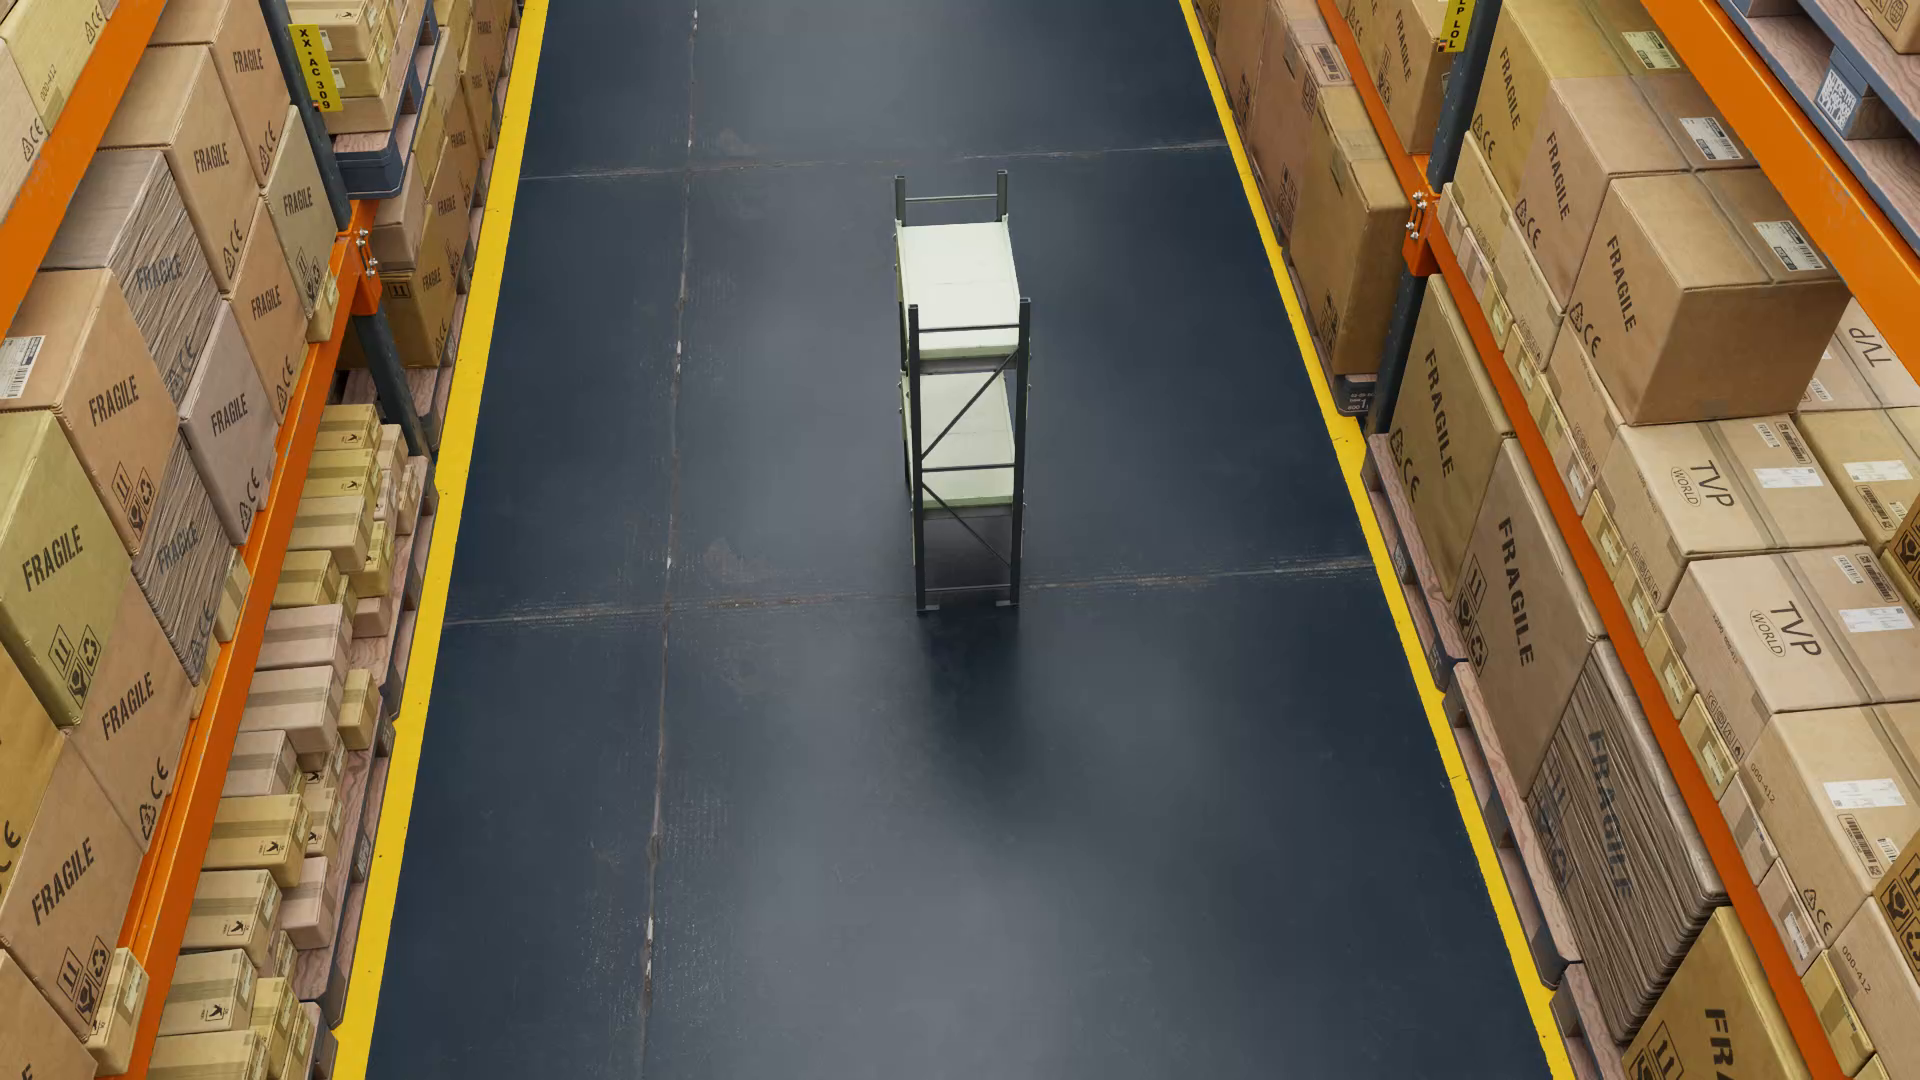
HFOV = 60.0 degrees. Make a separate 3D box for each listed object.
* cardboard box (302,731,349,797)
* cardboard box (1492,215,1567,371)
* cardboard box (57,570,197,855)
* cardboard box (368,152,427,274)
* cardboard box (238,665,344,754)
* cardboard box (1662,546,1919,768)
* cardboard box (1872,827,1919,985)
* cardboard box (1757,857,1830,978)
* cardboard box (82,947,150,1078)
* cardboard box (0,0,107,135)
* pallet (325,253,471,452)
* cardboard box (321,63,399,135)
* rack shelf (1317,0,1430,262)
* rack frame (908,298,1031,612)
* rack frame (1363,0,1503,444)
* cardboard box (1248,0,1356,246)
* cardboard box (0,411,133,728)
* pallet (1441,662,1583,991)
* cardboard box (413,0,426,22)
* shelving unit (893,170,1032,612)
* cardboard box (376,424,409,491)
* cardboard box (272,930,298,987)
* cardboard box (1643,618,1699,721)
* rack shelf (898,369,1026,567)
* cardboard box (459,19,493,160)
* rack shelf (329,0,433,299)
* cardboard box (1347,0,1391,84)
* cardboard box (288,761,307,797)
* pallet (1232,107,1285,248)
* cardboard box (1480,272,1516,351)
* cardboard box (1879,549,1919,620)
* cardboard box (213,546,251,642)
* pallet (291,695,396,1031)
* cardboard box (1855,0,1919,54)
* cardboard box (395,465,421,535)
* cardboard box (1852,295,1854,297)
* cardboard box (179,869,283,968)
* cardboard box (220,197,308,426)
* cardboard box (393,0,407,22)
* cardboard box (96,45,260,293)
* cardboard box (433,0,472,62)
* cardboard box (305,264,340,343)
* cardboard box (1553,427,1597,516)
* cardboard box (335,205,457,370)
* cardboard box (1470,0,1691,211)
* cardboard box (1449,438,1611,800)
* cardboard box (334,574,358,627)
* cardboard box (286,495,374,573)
[{"bbox_3d":[-2.293,0.792,5.608,0.380,0.149,0.250,-3,47,-3],"label":"cardboard box"},{"bbox_3d":[2.059,-0.811,5.351,0.500,0.250,0.500,-4,47,-3],"label":"cardboard box"},{"bbox_3d":[-2.233,0.427,4.006,0.500,0.500,0.500,-3,47,-3],"label":"cardboard box"},{"bbox_3d":[-2.506,-1.342,6.870,0.500,0.250,0.500,-5,47,-5],"label":"cardboard box"},{"bbox_3d":[-2.235,0.564,5.414,0.380,0.149,0.250,-5,47,-5],"label":"cardboard box"},{"bbox_3d":[2.189,0.297,4.301,0.500,0.250,0.500,-5,47,-5],"label":"cardboard box"},{"bbox_3d":[2.276,0.772,3.334,0.500,0.500,0.500,-3,47,-3],"label":"cardboard box"},{"bbox_3d":[2.177,0.896,4.009,0.380,0.149,0.250,-3,47,-3],"label":"cardboard box"},{"bbox_3d":[-2.104,1.099,3.817,0.380,0.149,0.250,-5,47,-4],"label":"cardboard box"},{"bbox_3d":[-2.324,-1.160,3.820,0.500,0.250,0.500,-4,47,-4],"label":"cardboard box"},{"bbox_3d":[-2.774,-0.852,7.412,1.003,0.211,1.213,-3,47,-3],"label":"pallet"},{"bbox_3d":[-2.282,-1.619,6.101,0.380,0.149,0.250,-6,47,-5],"label":"cardboard box"},{"bbox_3d":[2.077,-2.676,7.714,1.077,0.370,4.000,-3,47,-3],"label":"rack shelf"},{"bbox_3d":[0.030,-0.256,5.959,0.400,1.500,0.023,-3,47,-3],"label":"rack frame"},{"bbox_3d":[2.244,-1.476,6.082,1.000,3.000,0.127,-3,47,-3],"label":"rack frame"},{"bbox_3d":[2.095,-1.999,7.751,1.225,0.875,0.875,-5,47,-5],"label":"cardboard box"},{"bbox_3d":[-2.215,0.082,3.644,0.500,0.500,0.500,-4,47,-4],"label":"cardboard box"},{"bbox_3d":[2.335,0.922,5.731,1.003,0.211,1.213,-3,47,-3],"label":"pallet"},{"bbox_3d":[-2.348,-2.182,6.634,0.380,0.149,0.250,-3,47,-3],"label":"cardboard box"},{"bbox_3d":[-0.001,-0.521,6.210,0.431,1.500,0.755,-3,47,-3],"label":"shelving unit"},{"bbox_3d":[-2.364,-0.306,6.443,0.380,0.149,0.250,-3,47,-2],"label":"cardboard box"},{"bbox_3d":[-2.257,1.349,5.080,0.380,0.149,0.250,-3,47,-3],"label":"cardboard box"},{"bbox_3d":[2.112,0.340,4.535,0.380,0.149,0.250,-3,47,-3],"label":"cardboard box"},{"bbox_3d":[-0.001,-0.296,6.447,0.431,0.370,0.720,-3,47,-3],"label":"rack shelf"},{"bbox_3d":[-2.626,-2.209,8.209,0.500,0.500,0.500,-5,47,-5],"label":"cardboard box"},{"bbox_3d":[-2.874,-2.448,7.498,1.077,0.370,4.000,-3,47,-3],"label":"rack shelf"},{"bbox_3d":[1.898,-2.191,6.690,0.500,0.500,0.500,-2,47,-2],"label":"cardboard box"},{"bbox_3d":[-2.343,0.843,5.355,0.380,0.149,0.250,-1,47,-1],"label":"cardboard box"},{"bbox_3d":[1.999,-1.956,8.457,1.003,0.211,1.213,-3,47,-3],"label":"pallet"},{"bbox_3d":[1.982,-0.775,5.591,0.380,0.149,0.250,-2,47,-2],"label":"cardboard box"},{"bbox_3d":[2.719,0.264,4.333,0.500,0.250,0.500,-5,47,-5],"label":"cardboard box"},{"bbox_3d":[-2.247,0.157,4.708,0.380,0.149,0.250,-3,47,-3],"label":"cardboard box"},{"bbox_3d":[-2.510,1.079,5.582,1.003,0.211,1.213,-3,47,-3],"label":"pallet"},{"bbox_3d":[2.312,-1.382,3.500,0.700,0.500,0.500,-2,47,-2],"label":"cardboard box"},{"bbox_3d":[-2.335,-0.149,6.500,0.380,0.149,0.250,-3,47,-3],"label":"cardboard box"},{"bbox_3d":[2.588,-0.849,5.387,0.500,0.250,0.500,-2,47,-2],"label":"cardboard box"},{"bbox_3d":[-2.231,1.120,4.888,0.380,0.149,0.250,-2,47,-2],"label":"cardboard box"},{"bbox_3d":[-2.343,-0.676,5.051,0.500,0.500,0.500,-5,47,-4],"label":"cardboard box"},{"bbox_3d":[-2.327,-2.095,6.348,0.380,0.149,0.250,-2,47,-2],"label":"cardboard box"},{"bbox_3d":[-2.350,-1.031,4.698,0.500,0.500,0.500,-5,47,-5],"label":"cardboard box"},{"bbox_3d":[-2.643,-2.473,7.942,0.500,0.250,0.500,-2,47,-2],"label":"cardboard box"},{"bbox_3d":[-2.320,-0.790,5.605,0.380,0.149,0.250,-5,47,-4],"label":"cardboard box"},{"bbox_3d":[2.046,-0.218,5.064,0.380,0.149,0.250,-3,47,-3],"label":"cardboard box"},{"bbox_3d":[-2.505,-1.084,7.143,0.500,0.500,0.500,-2,47,-2],"label":"cardboard box"},{"bbox_3d":[2.029,-1.423,5.414,0.500,0.500,0.500,-3,47,-3],"label":"cardboard box"},{"bbox_3d":[2.295,0.243,5.628,0.875,0.875,0.875,-3,47,-3],"label":"cardboard box"},{"bbox_3d":[-2.366,0.269,5.898,0.380,0.149,0.250,-3,47,-3],"label":"cardboard box"},{"bbox_3d":[-2.329,-0.013,5.961,0.380,0.149,0.250,-4,47,-4],"label":"cardboard box"}]
